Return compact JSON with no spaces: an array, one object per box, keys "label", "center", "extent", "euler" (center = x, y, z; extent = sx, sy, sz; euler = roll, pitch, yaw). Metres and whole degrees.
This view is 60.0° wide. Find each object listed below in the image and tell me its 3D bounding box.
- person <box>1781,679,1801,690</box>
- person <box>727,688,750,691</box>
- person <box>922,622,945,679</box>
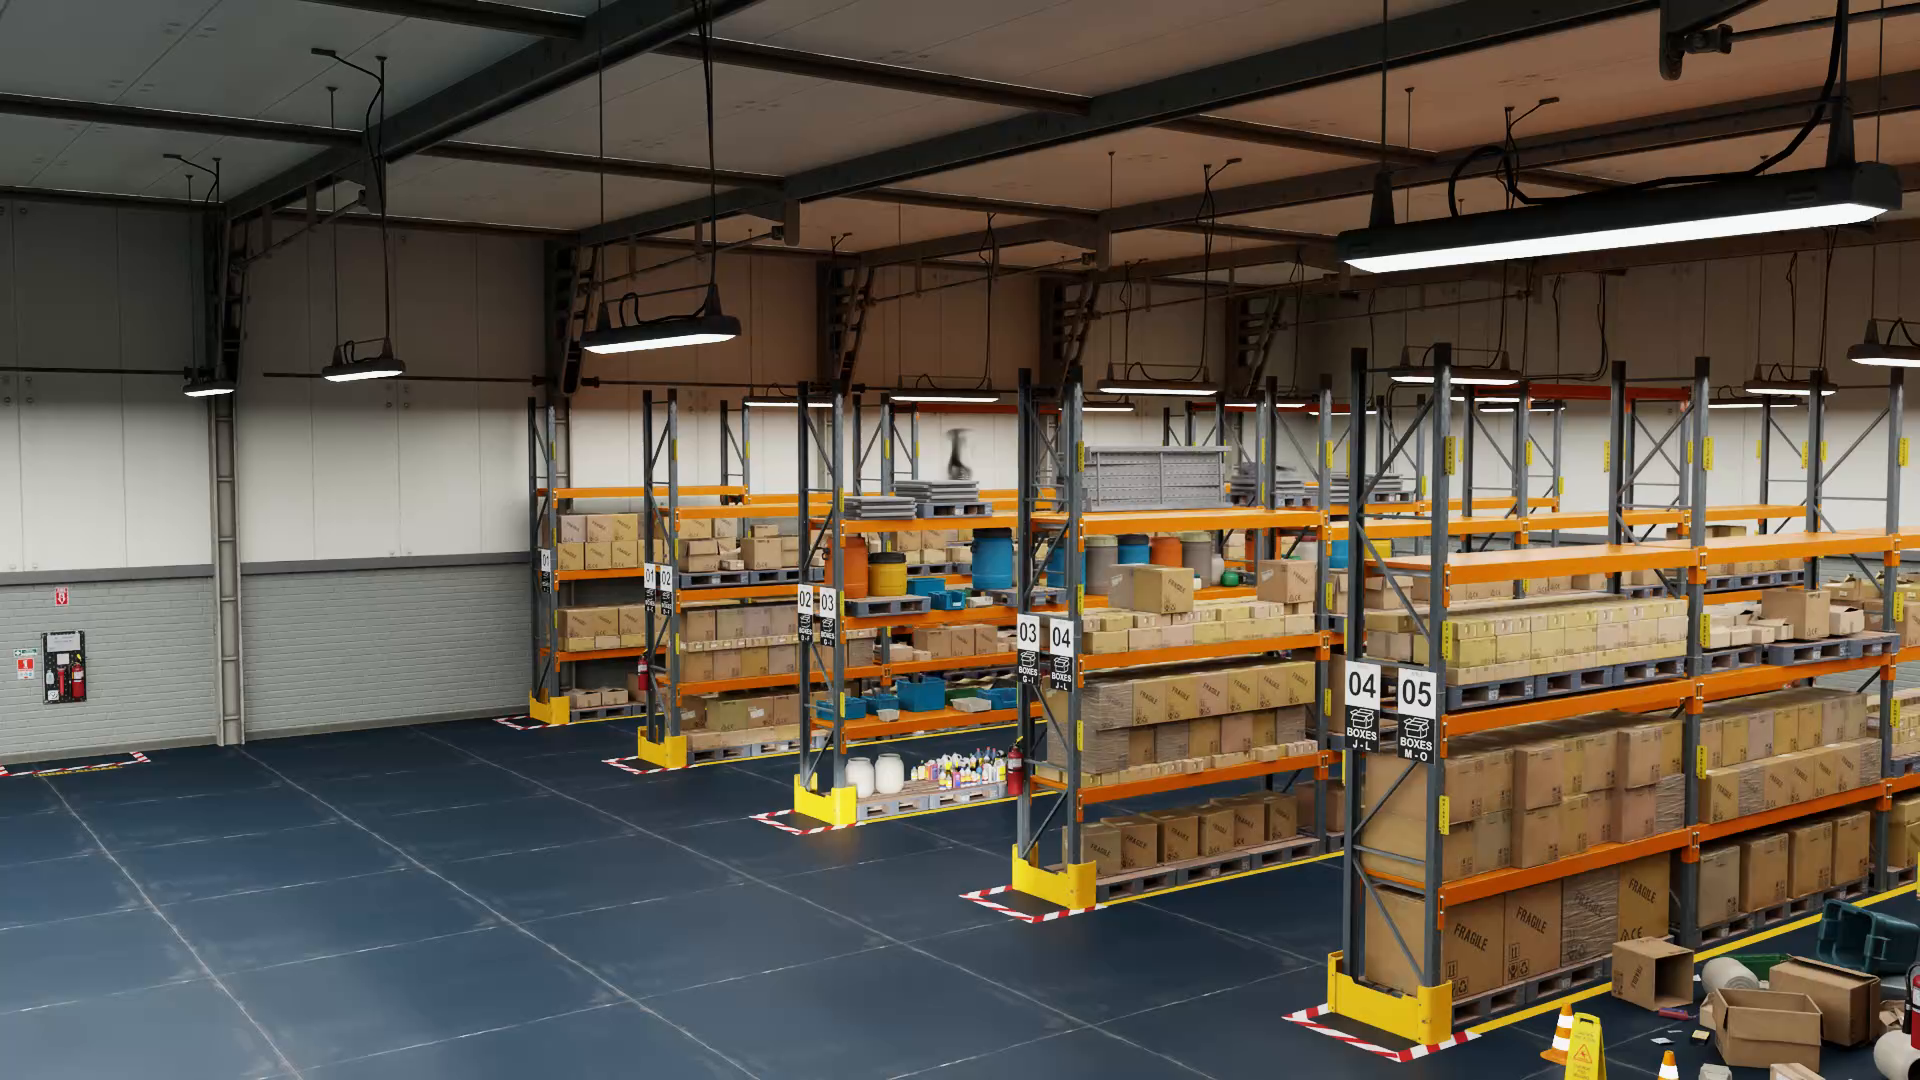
[{"label":"person","center":[12.999,2.816,25.625],"extent":[0.912,1.722,0.659],"euler":[-3,5,-42]},{"label":"person","center":[-3.843,2.552,29.684],"extent":[0.938,1.747,0.686],"euler":[-3,4,-38]},{"label":"person","center":[-0.491,2.414,33.058],"extent":[0.600,1.608,0.539],"euler":[3,5,42]}]
